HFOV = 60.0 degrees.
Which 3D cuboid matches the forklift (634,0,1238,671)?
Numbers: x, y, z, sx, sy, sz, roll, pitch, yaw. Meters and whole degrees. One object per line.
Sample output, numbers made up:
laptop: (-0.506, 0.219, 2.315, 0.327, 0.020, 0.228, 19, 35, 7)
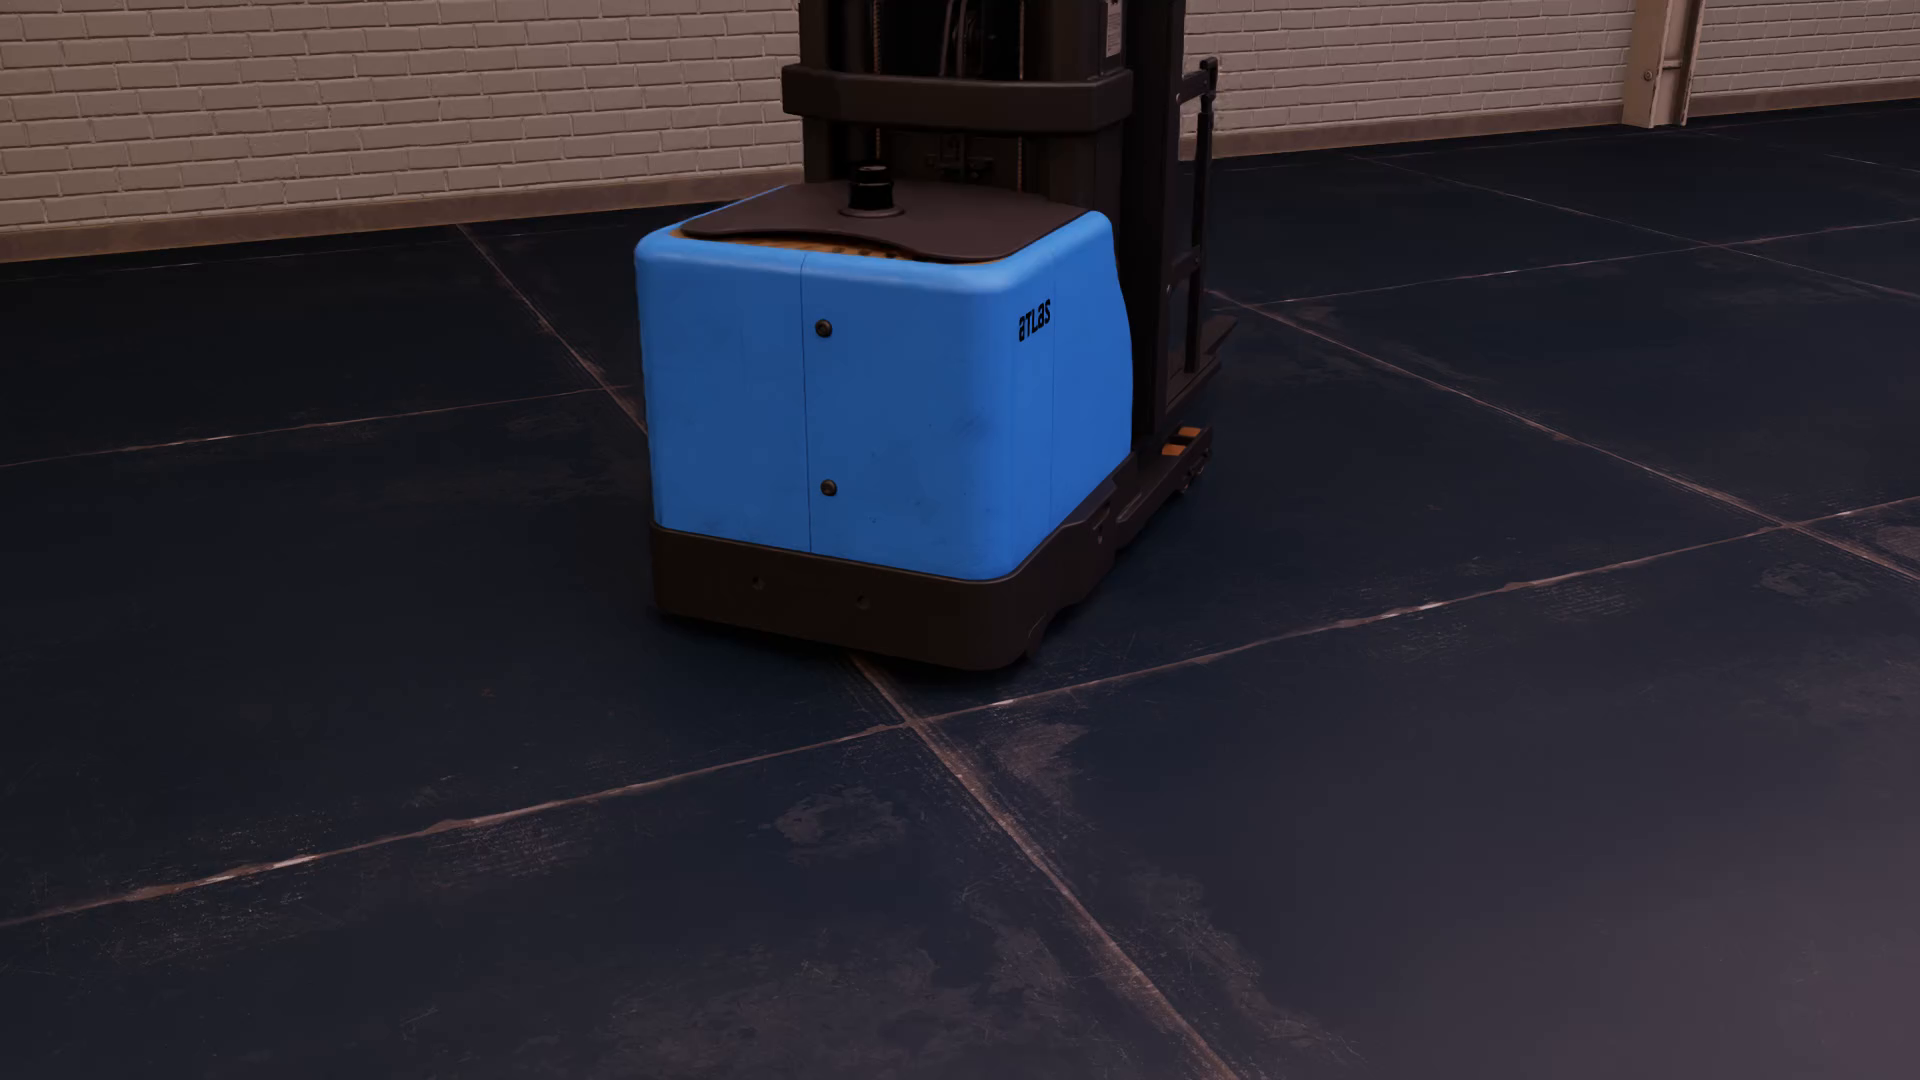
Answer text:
forklift: (0.211, -1.561, 5.044, 1.130, 2.935, 3.031, 9, 24, 21)
